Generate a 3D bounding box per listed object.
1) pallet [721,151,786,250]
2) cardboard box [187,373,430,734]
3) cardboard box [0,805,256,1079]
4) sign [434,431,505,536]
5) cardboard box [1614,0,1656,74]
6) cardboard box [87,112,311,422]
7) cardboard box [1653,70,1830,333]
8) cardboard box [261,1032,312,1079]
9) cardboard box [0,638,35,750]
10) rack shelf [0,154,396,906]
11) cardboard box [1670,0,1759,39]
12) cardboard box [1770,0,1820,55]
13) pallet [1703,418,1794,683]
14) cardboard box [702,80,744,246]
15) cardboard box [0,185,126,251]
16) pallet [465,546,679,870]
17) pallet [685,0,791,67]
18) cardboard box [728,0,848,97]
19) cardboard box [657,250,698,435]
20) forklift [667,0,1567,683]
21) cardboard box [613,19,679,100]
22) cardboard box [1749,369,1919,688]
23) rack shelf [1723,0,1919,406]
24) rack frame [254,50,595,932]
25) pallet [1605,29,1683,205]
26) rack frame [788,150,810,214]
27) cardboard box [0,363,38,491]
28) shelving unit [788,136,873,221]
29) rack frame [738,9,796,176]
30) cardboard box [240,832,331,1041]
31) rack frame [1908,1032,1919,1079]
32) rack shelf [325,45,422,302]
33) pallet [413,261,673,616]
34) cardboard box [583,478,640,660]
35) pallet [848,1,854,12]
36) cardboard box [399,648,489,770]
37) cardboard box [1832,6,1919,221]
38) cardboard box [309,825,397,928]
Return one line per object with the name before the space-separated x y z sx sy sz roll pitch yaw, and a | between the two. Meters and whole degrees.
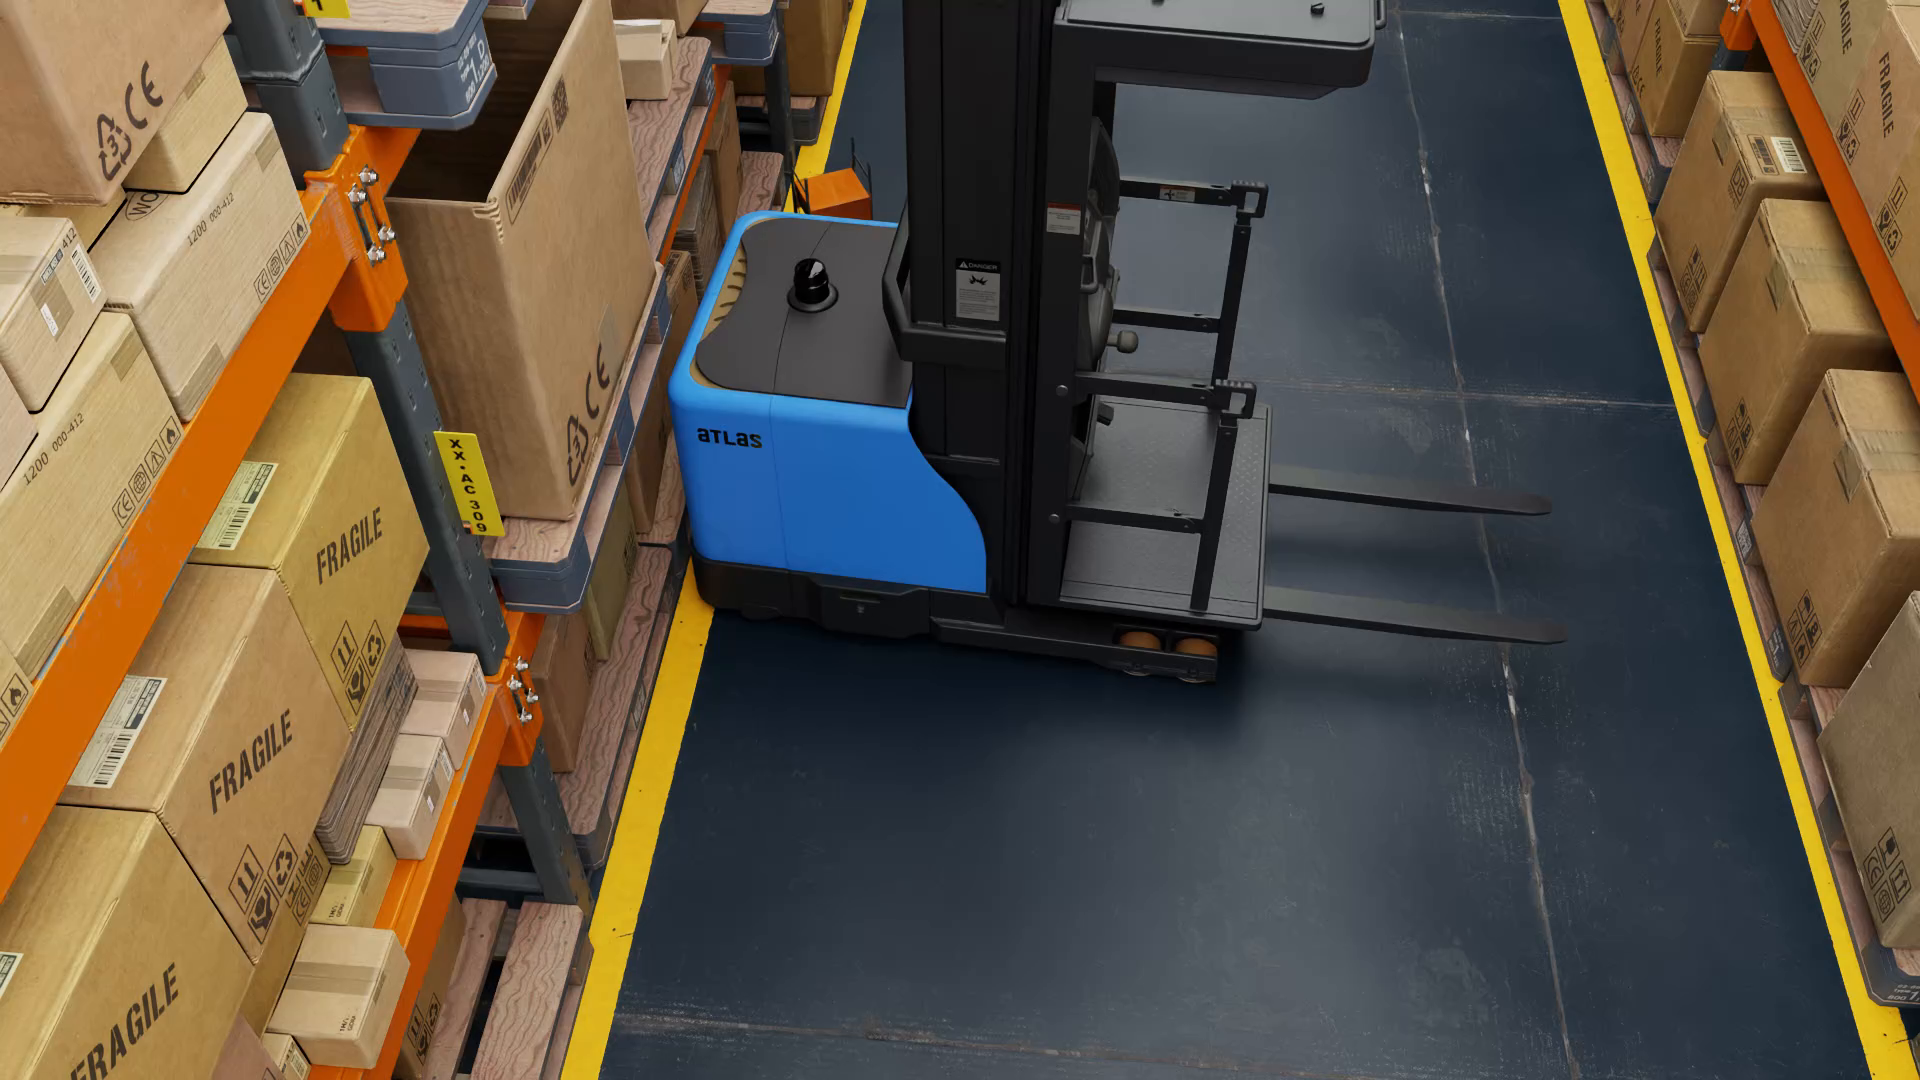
pallet | -1.354 -1.286 7.283 1.003 0.211 1.213 4 48 4
cardboard box | -1.413 0.016 3.256 0.500 0.500 0.500 4 48 4
cardboard box | -1.504 0.751 2.584 0.500 0.500 0.500 4 48 4
sign | -1.105 -0.123 3.743 0.100 0.325 0.005 4 48 4
cardboard box | 3.499 -2.574 7.981 0.500 0.500 0.500 6 48 5
cardboard box | -1.428 -0.471 2.717 0.500 0.250 0.500 5 48 5
cardboard box | 3.504 -1.334 6.678 1.050 0.750 0.750 3 48 3
cardboard box | -1.554 1.130 3.354 0.380 0.149 0.250 4 48 4
cardboard box | -1.527 0.287 2.024 0.500 0.250 0.500 4 48 3
rack shelf | -1.828 0.838 1.905 1.077 0.370 4.000 4 48 4
cardboard box | 3.450 -2.465 7.373 0.500 0.250 0.500 3 48 3
cardboard box | 3.339 -2.115 6.084 0.500 0.500 0.500 4 48 4
pallet | 3.388 0.016 6.092 1.003 0.211 1.213 4 48 4
cardboard box | -1.323 -1.612 7.088 0.700 0.500 0.500 2 48 1
cardboard box | -1.503 -0.509 2.482 0.380 0.149 0.250 4 48 4
pallet | -1.577 0.507 5.643 1.003 0.211 1.213 4 48 4
pallet | -1.240 -2.205 6.364 1.213 0.211 1.003 4 48 4
cardboard box | -1.198 -2.731 7.871 1.225 0.875 0.875 2 48 2
cardboard box | -1.405 -0.787 6.333 0.700 0.500 0.500 7 48 7
forklift | 0.615 -0.916 5.102 3.031 2.935 1.130 7 48 6
cardboard box | -1.165 -1.654 5.536 0.396 0.266 0.258 3 48 2
cardboard box | 3.343 -0.007 5.464 1.050 0.750 0.750 4 48 4
rack shelf | 3.466 -0.681 5.327 1.077 0.370 4.000 4 48 4
rack frame | -1.646 0.138 4.091 1.000 3.000 0.127 4 48 4
pallet | 3.721 -2.026 7.960 1.003 0.211 1.213 4 48 4
rack frame | -0.593 -1.019 6.471 0.008 1.050 0.200 -17 50 -15
cardboard box | -1.439 -0.115 2.121 0.380 0.149 0.250 3 48 2
shelving unit | -0.480 -1.053 6.502 0.252 1.050 0.215 -17 50 -15
rack frame | -1.282 -2.801 6.779 1.000 3.000 0.127 4 48 4
cardboard box | -1.829 0.696 3.311 0.875 0.500 0.500 4 48 4
rack frame | 3.284 0.546 3.718 1.000 3.000 0.127 4 48 4
rack shelf | -1.464 -2.101 4.593 1.077 0.370 4.000 4 48 4
pallet | -1.432 -0.349 4.666 1.003 0.211 1.213 4 48 4
cardboard box | -1.506 0.035 5.581 0.700 0.500 0.500 4 48 3
pallet | -1.021 -3.328 9.151 1.003 0.211 1.213 4 48 4
cardboard box | -1.373 0.401 4.021 0.380 0.149 0.250 4 48 4
cardboard box | 3.249 -1.371 5.403 0.500 0.500 0.500 4 48 3
cardboard box | -1.488 0.764 3.689 0.380 0.149 0.250 4 48 4
